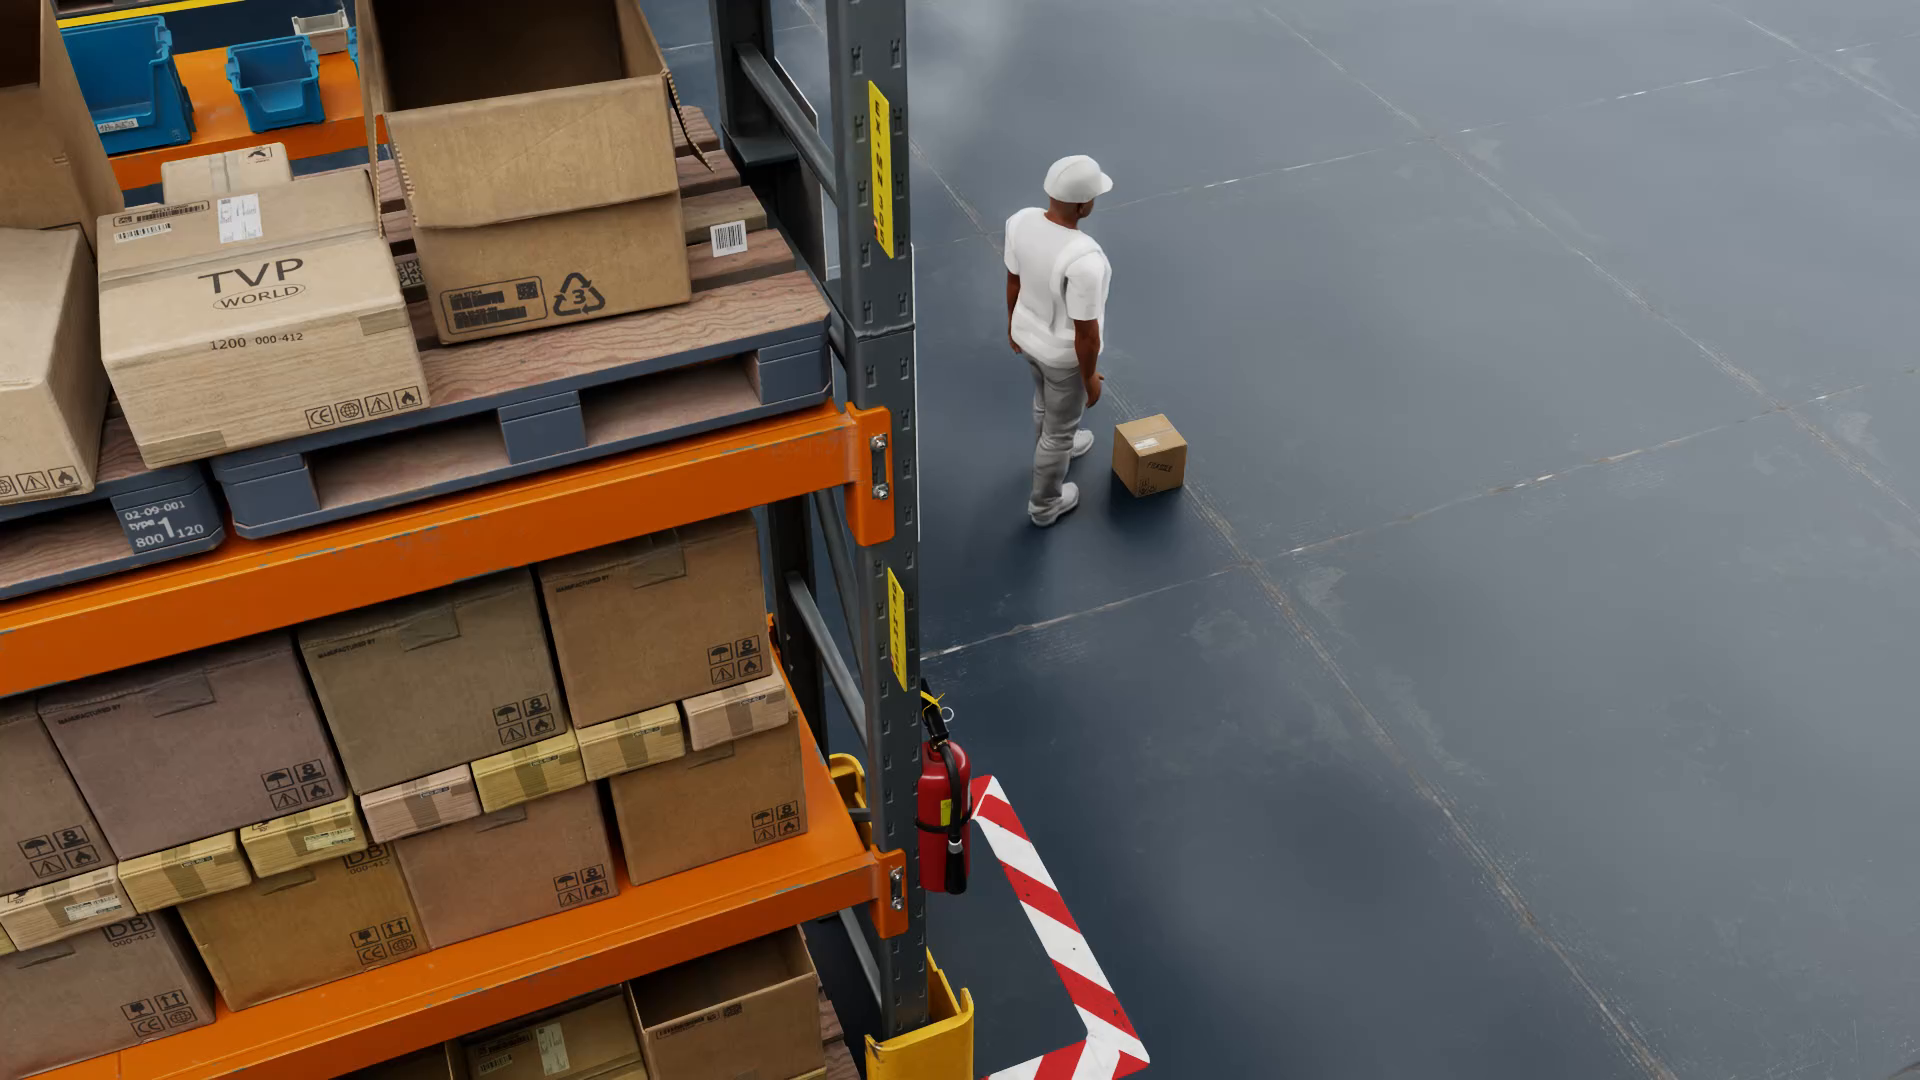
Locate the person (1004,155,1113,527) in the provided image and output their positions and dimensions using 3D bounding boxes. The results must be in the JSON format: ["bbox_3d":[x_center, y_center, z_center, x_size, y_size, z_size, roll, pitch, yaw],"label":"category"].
[{"bbox_3d":[0.511,-0.884,7.131,0.617,1.767,0.584,-26,48,-26],"label":"person"}]
